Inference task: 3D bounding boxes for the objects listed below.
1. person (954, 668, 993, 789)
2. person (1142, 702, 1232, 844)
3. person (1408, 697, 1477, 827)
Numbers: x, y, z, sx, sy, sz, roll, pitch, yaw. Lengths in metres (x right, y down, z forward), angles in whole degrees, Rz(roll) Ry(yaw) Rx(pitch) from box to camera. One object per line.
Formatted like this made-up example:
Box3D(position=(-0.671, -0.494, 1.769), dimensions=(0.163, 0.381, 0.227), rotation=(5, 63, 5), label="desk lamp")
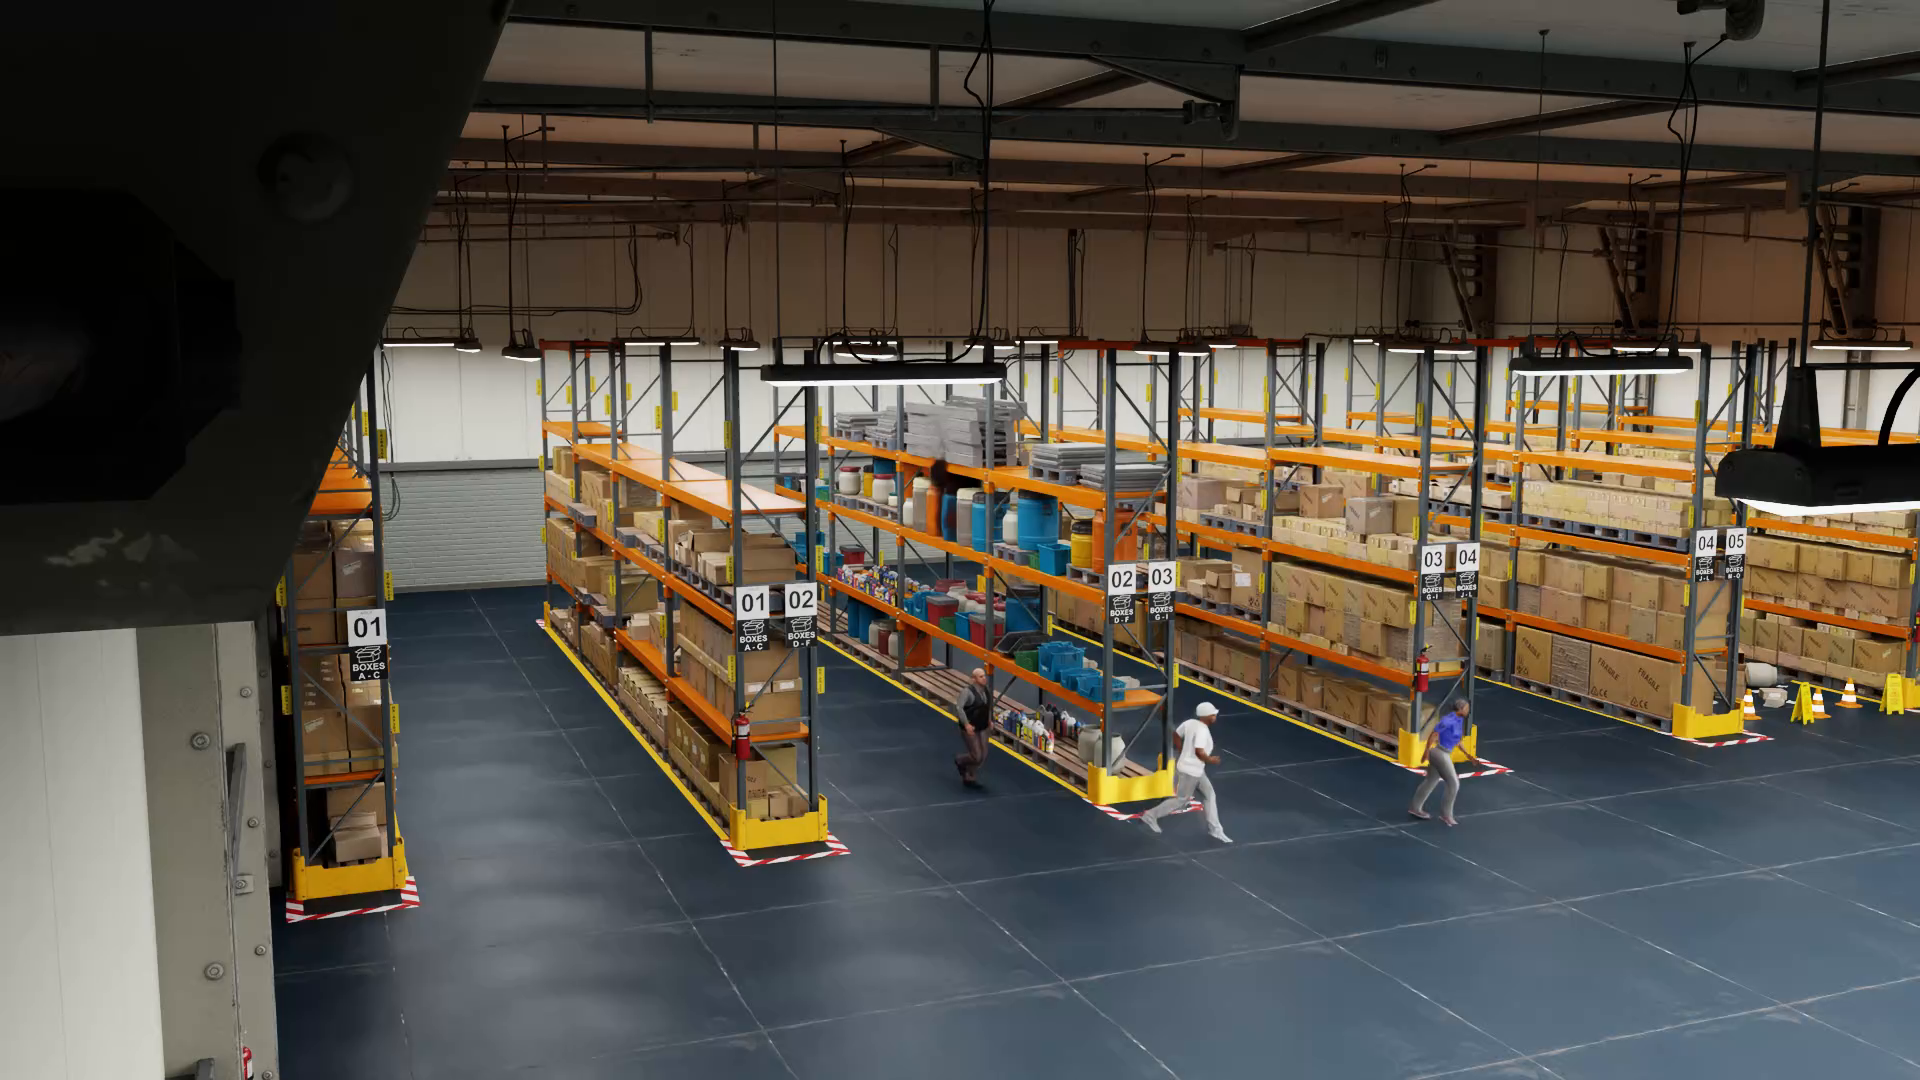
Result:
Box3D(position=(0.138, 2.565, 22.763), dimensions=(0.621, 1.660, 0.556), rotation=(-7, 10, -44), label="person")
Box3D(position=(2.779, 2.850, 20.259), dimensions=(1.113, 1.760, 0.685), rotation=(1, 7, 5), label="person")
Box3D(position=(6.172, 2.803, 21.263), dimensions=(0.806, 1.629, 0.537), rotation=(4, 8, 25), label="person")
